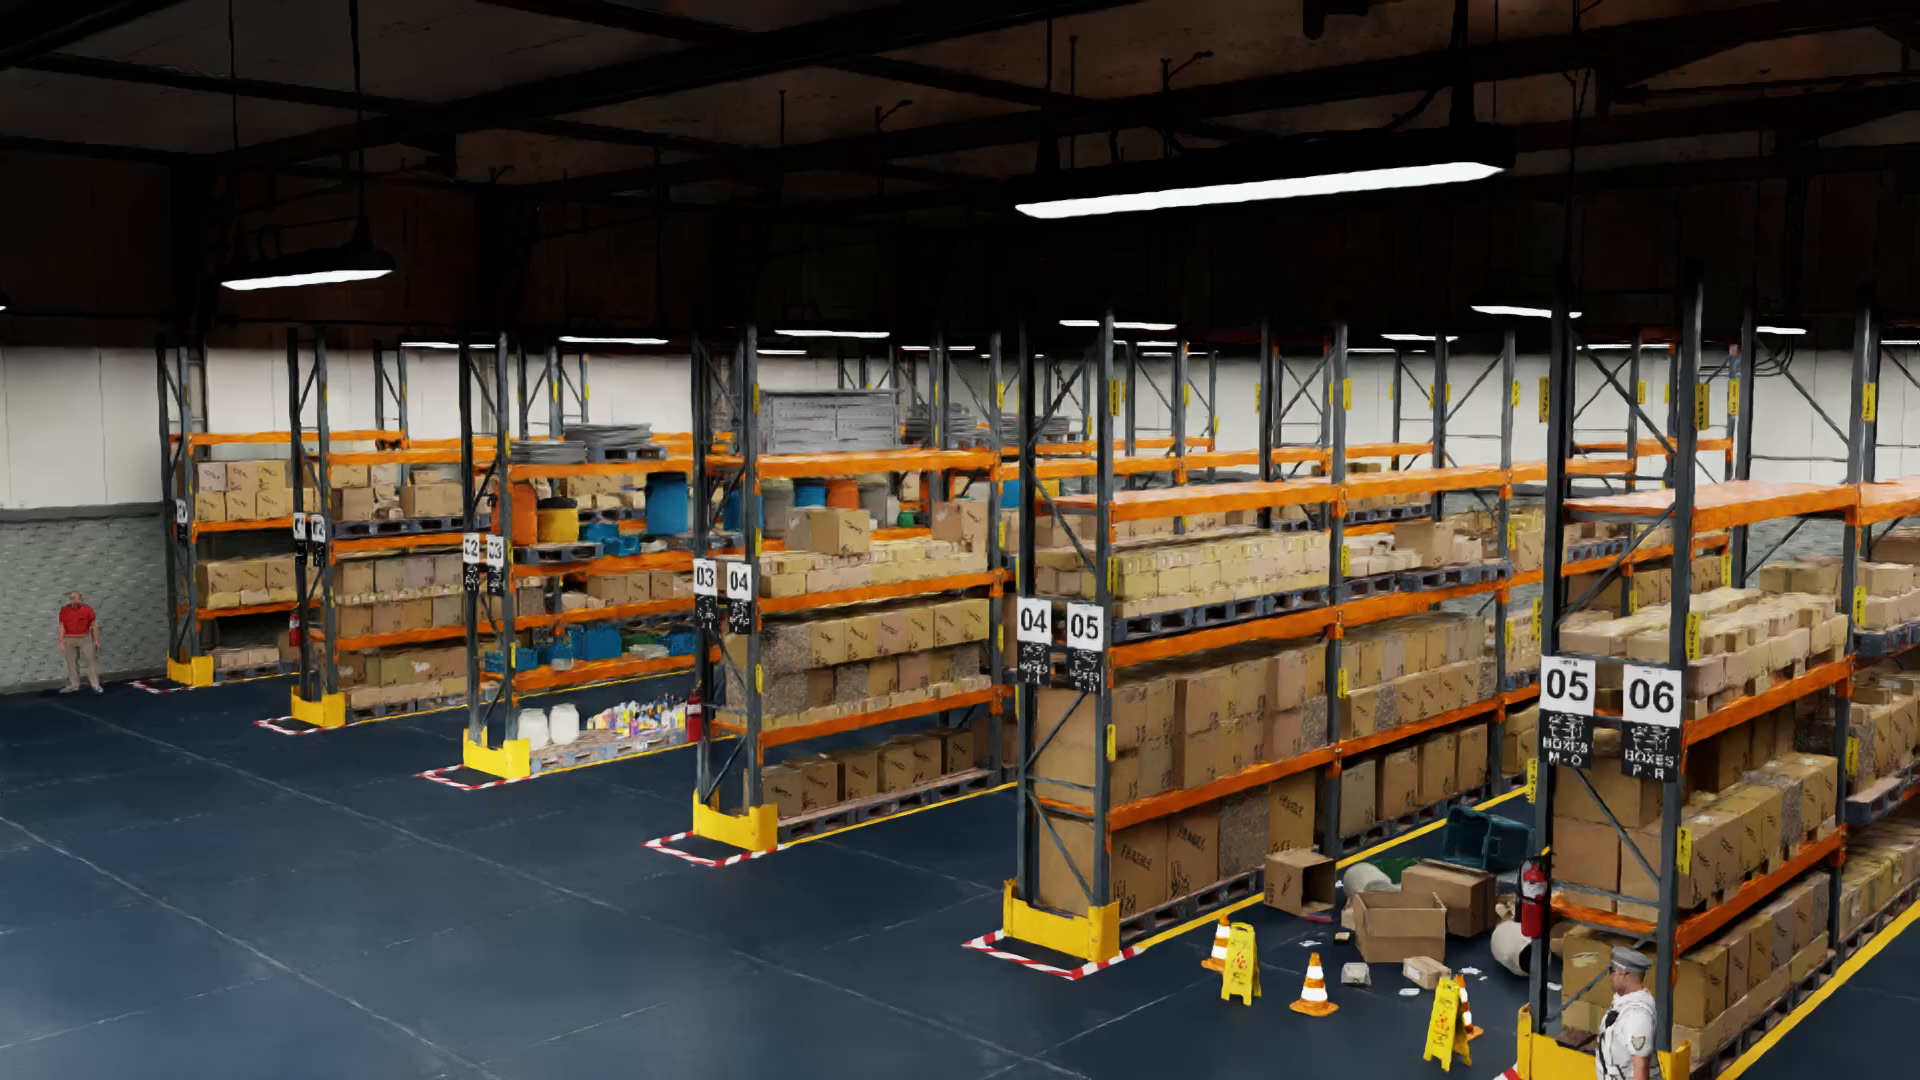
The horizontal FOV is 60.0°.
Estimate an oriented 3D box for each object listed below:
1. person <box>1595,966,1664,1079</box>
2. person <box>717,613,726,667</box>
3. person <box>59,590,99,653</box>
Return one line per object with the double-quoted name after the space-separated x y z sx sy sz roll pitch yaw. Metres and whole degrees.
4.139 3.378 10.117 0.526 1.556 0.549 2 6 16 "person"
-3.656 1.530 26.289 0.391 1.034 0.614 -2 6 -17 "person"
-14.681 1.351 27.668 0.594 1.036 0.319 -1 6 -15 "person"
